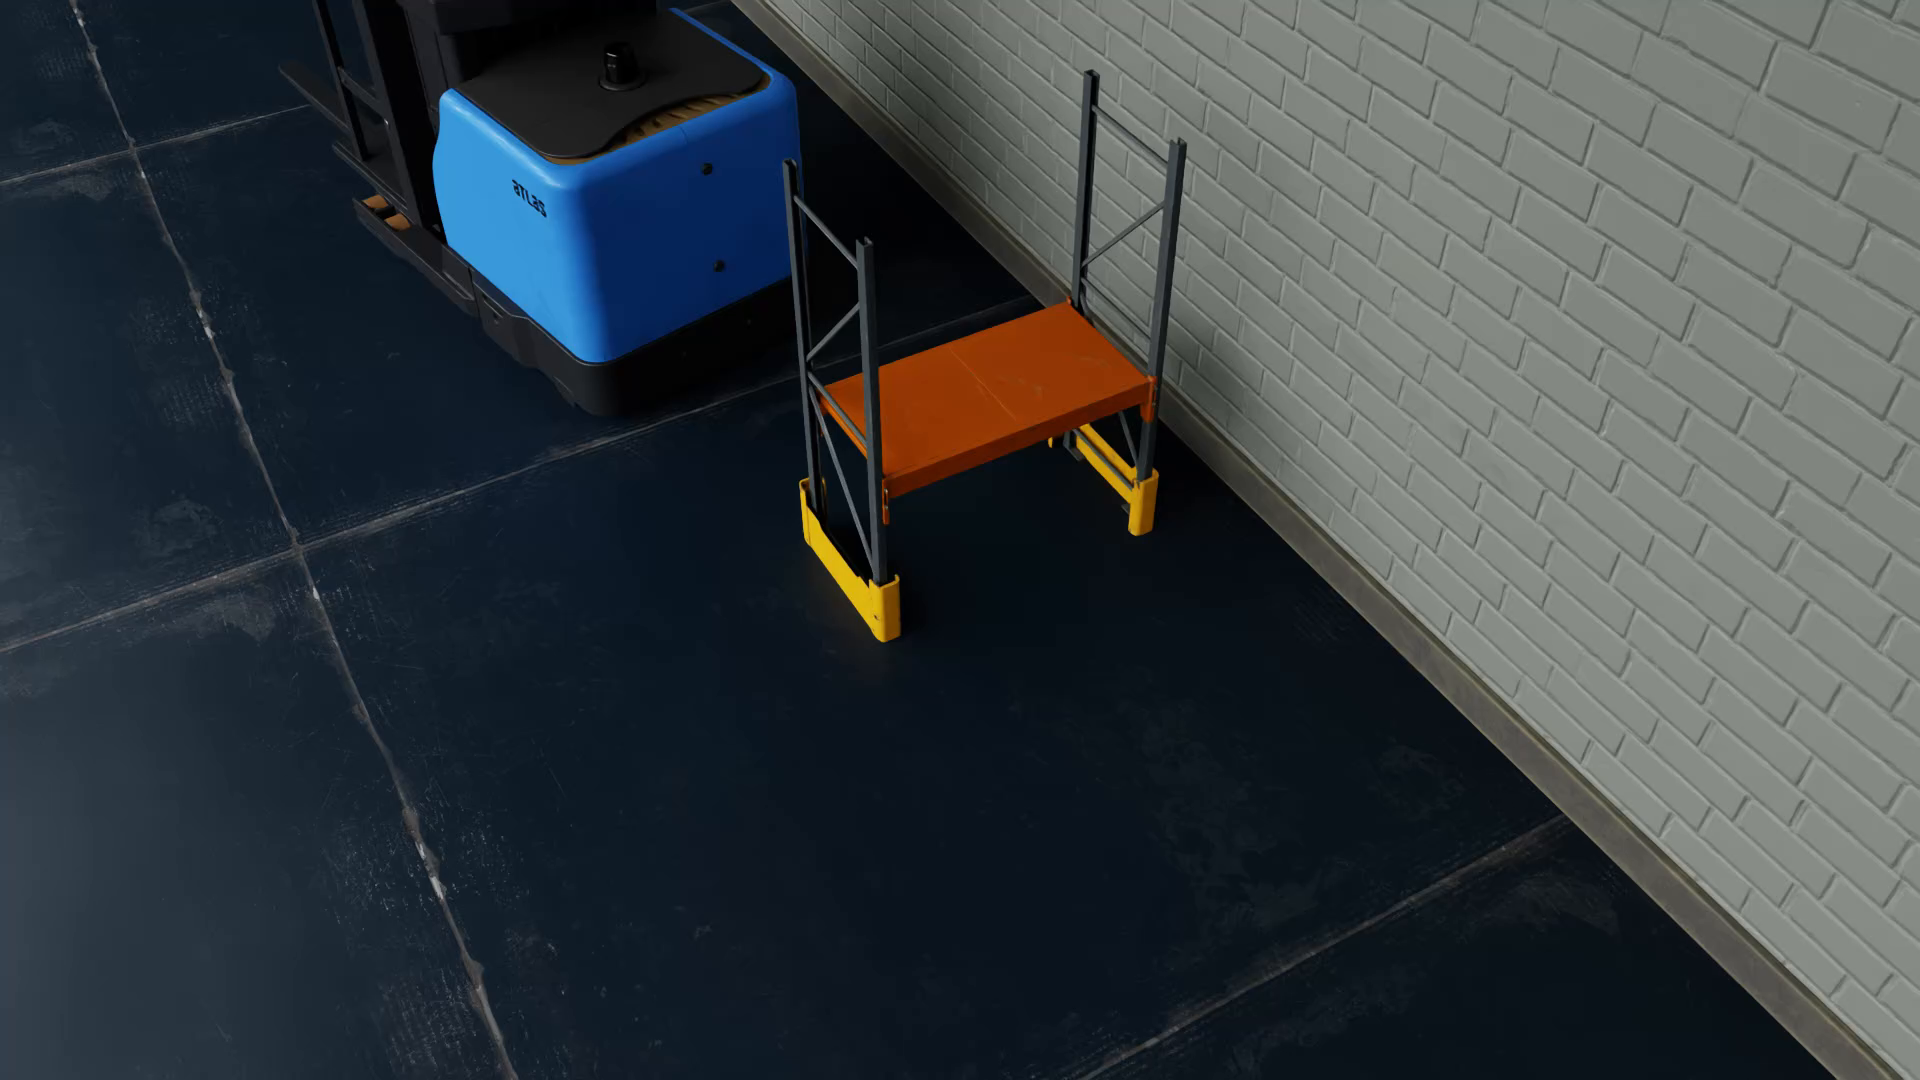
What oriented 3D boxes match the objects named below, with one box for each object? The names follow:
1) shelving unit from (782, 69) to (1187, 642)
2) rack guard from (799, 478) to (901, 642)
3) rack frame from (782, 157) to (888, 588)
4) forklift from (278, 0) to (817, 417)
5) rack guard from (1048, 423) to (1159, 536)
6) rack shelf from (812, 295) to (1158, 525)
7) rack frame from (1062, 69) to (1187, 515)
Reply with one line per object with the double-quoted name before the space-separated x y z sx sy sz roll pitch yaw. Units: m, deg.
"shelving unit" 0.066 -0.565 5.255 1.083 1.500 0.587 -22 48 -21
"rack guard" -0.366 0.057 5.512 0.087 0.250 0.587 -22 48 -21
"rack frame" -0.367 -0.391 5.076 0.032 1.500 0.500 -22 48 -21
"forklift" -1.913 -2.455 6.175 1.130 2.935 3.031 -31 52 -28
"rack guard" 0.498 -0.289 5.868 0.087 0.250 0.587 -22 48 -21
"rack shelf" 0.074 -0.439 5.383 1.000 0.185 0.538 -22 48 -21
"rack frame" 0.515 -0.744 5.440 0.032 1.500 0.500 -22 48 -21
